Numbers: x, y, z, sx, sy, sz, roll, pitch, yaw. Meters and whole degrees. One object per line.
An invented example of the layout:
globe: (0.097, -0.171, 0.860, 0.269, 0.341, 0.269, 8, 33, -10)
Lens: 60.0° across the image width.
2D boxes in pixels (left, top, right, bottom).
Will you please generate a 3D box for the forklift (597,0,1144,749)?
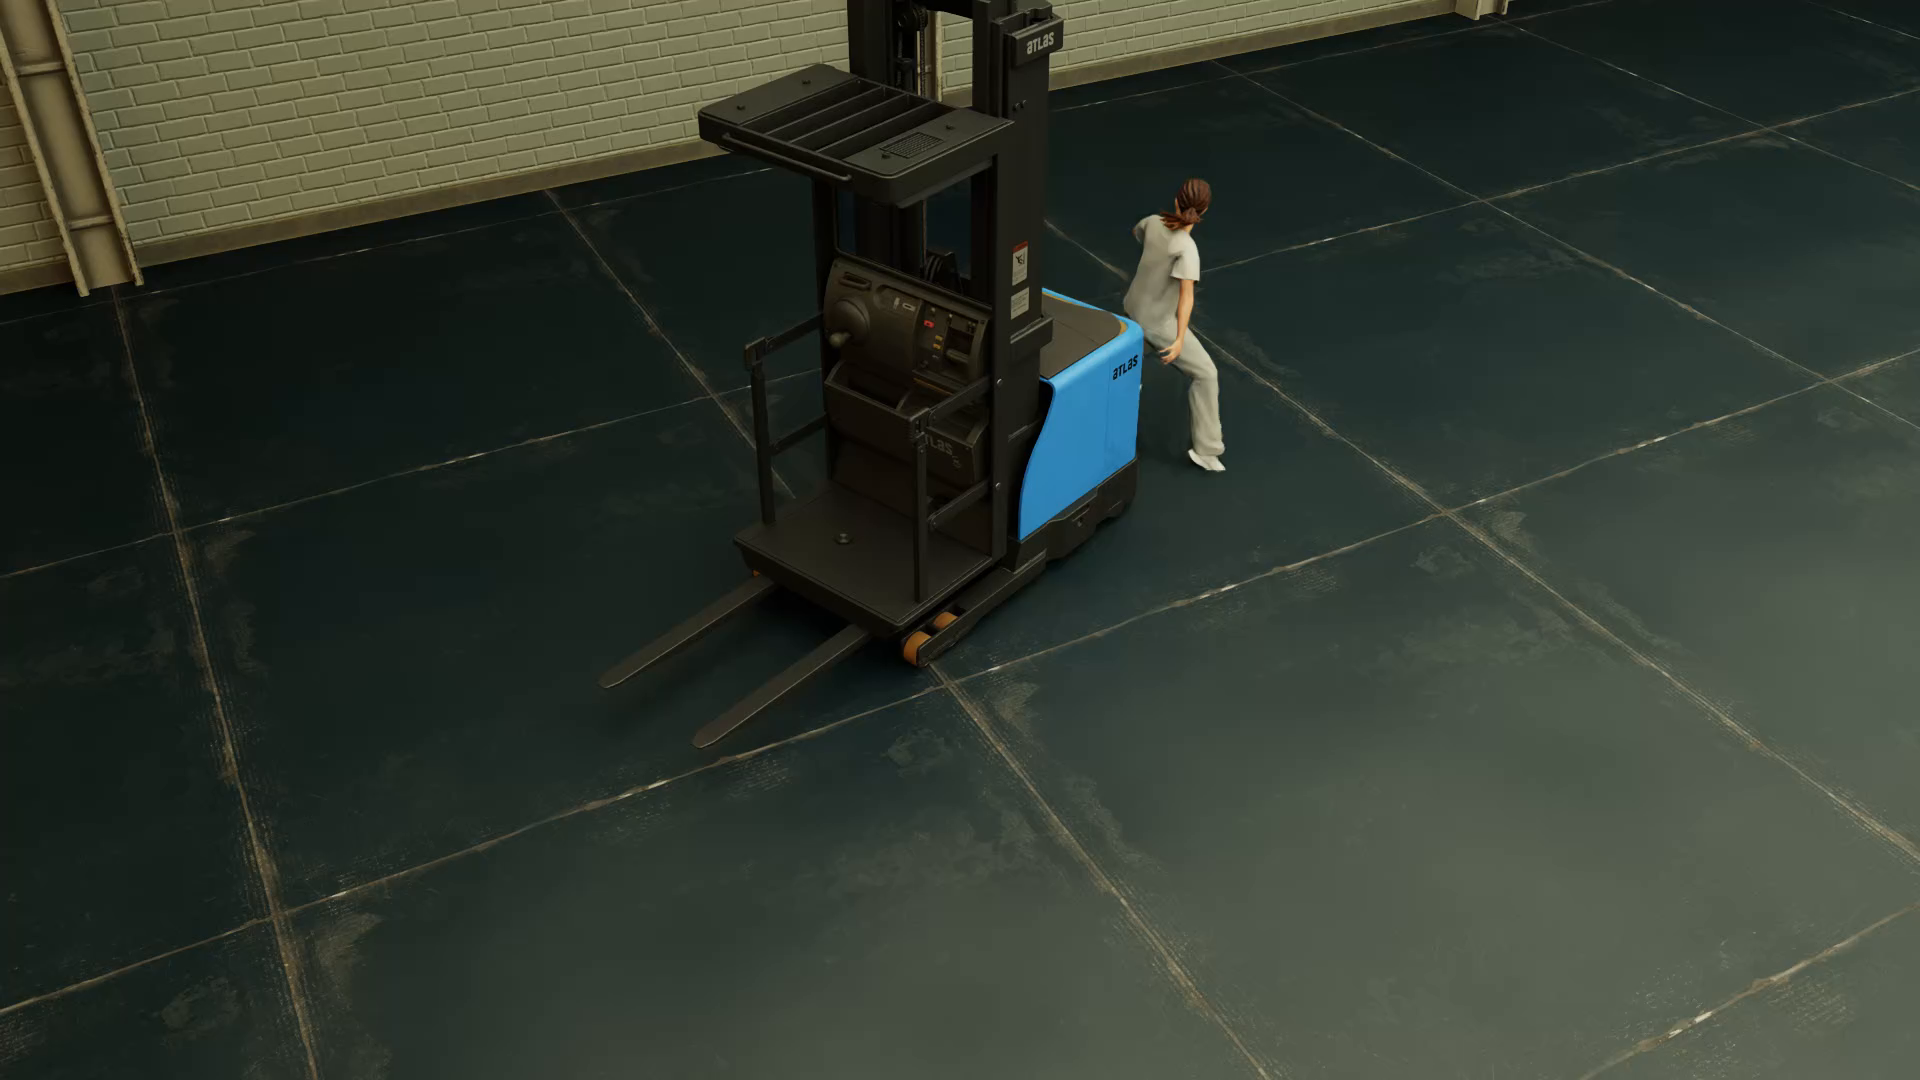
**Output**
forklift: (-0.390, -0.927, 7.434, 1.130, 2.935, 3.031, 26, 43, 31)

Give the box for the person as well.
person: (1.143, -1.186, 9.128, 0.525, 1.596, 1.001, -10, 36, -13)
